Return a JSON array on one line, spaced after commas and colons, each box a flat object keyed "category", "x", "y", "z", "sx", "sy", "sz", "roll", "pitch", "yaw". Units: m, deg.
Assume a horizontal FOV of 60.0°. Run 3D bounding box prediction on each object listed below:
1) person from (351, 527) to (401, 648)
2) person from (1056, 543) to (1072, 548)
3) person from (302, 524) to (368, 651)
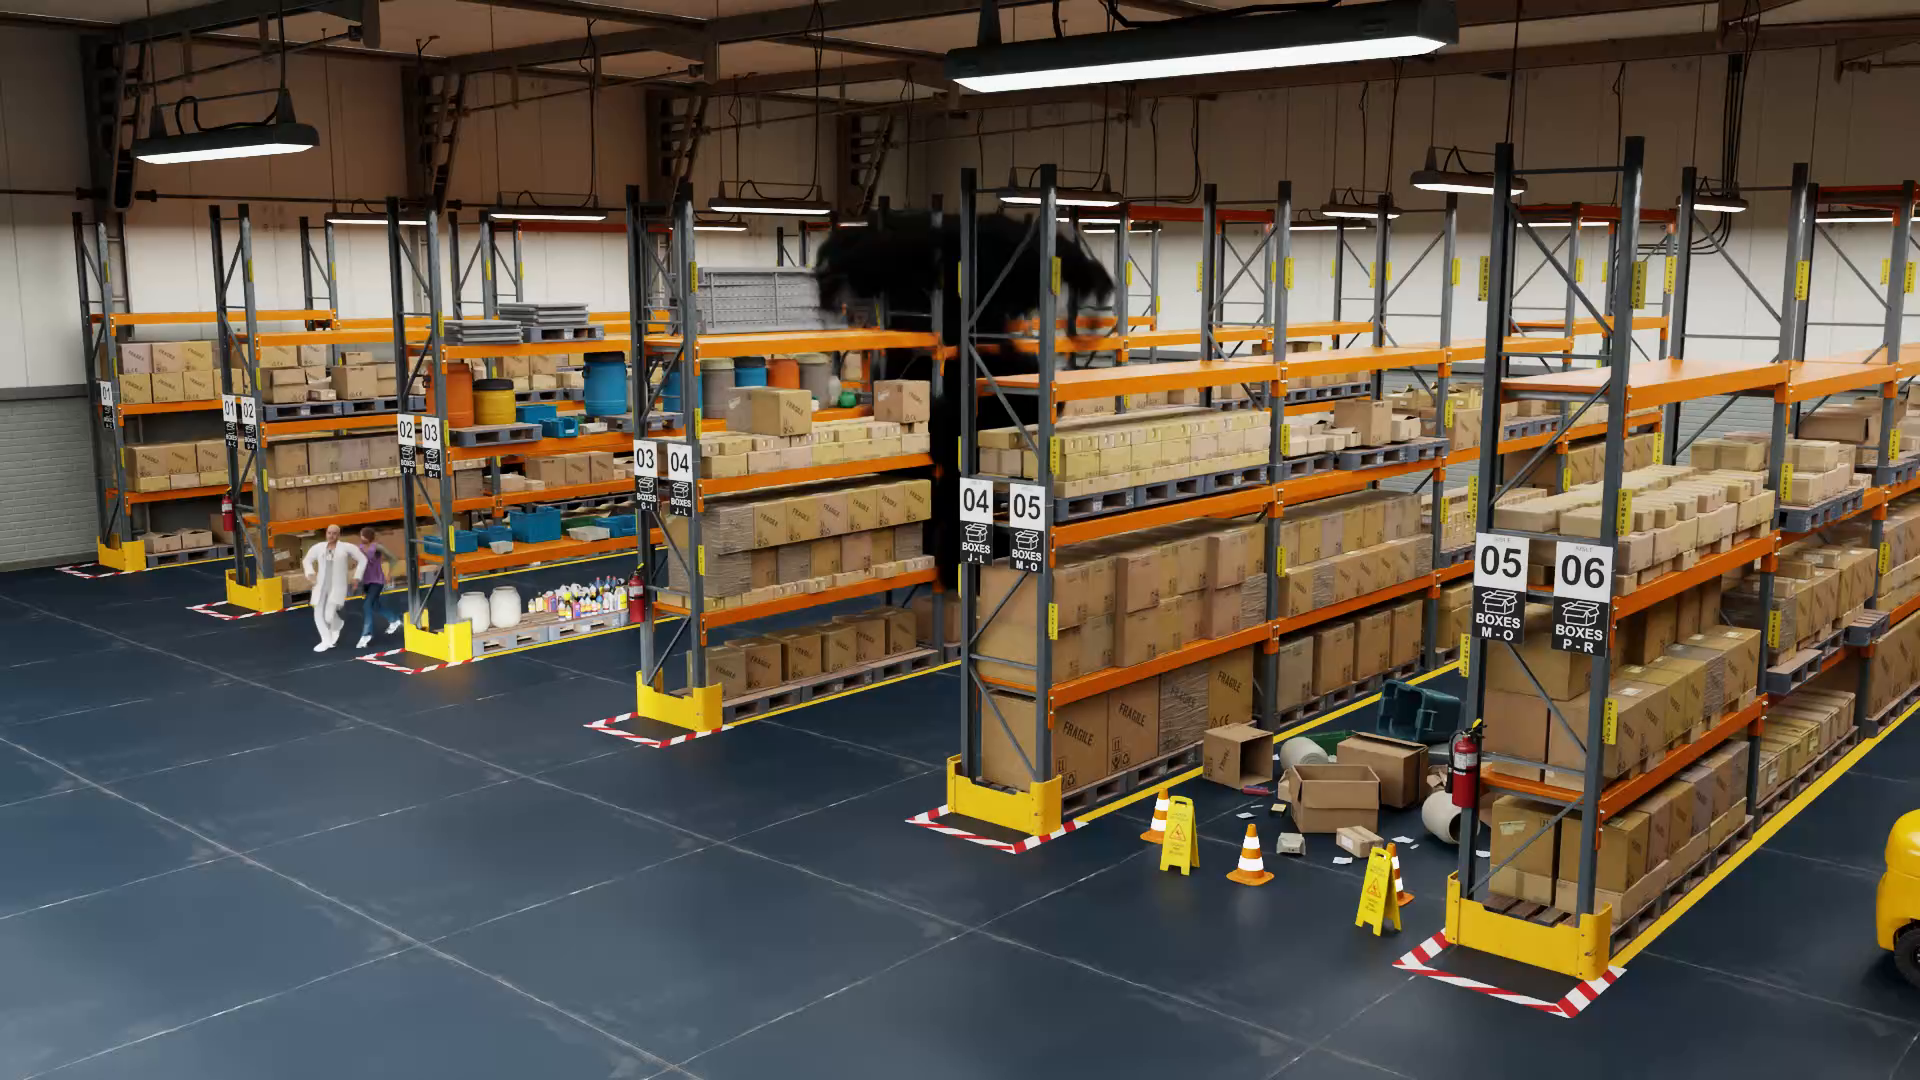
[{"category": "person", "x": -8.042, "y": 0.608, "z": 22.819, "sx": 0.564, "sy": 1.612, "sz": 0.824, "roll": 6, "pitch": 11, "yaw": 30}, {"category": "person", "x": 1.223, "y": 0.761, "z": 19.657, "sx": 0.678, "sy": 1.755, "sz": 0.917, "roll": 6, "pitch": 11, "yaw": 31}, {"category": "person", "x": -8.391, "y": 0.641, "z": 22.268, "sx": 0.813, "sy": 1.715, "sz": 0.564, "roll": 0, "pitch": 9, "yaw": 1}]
